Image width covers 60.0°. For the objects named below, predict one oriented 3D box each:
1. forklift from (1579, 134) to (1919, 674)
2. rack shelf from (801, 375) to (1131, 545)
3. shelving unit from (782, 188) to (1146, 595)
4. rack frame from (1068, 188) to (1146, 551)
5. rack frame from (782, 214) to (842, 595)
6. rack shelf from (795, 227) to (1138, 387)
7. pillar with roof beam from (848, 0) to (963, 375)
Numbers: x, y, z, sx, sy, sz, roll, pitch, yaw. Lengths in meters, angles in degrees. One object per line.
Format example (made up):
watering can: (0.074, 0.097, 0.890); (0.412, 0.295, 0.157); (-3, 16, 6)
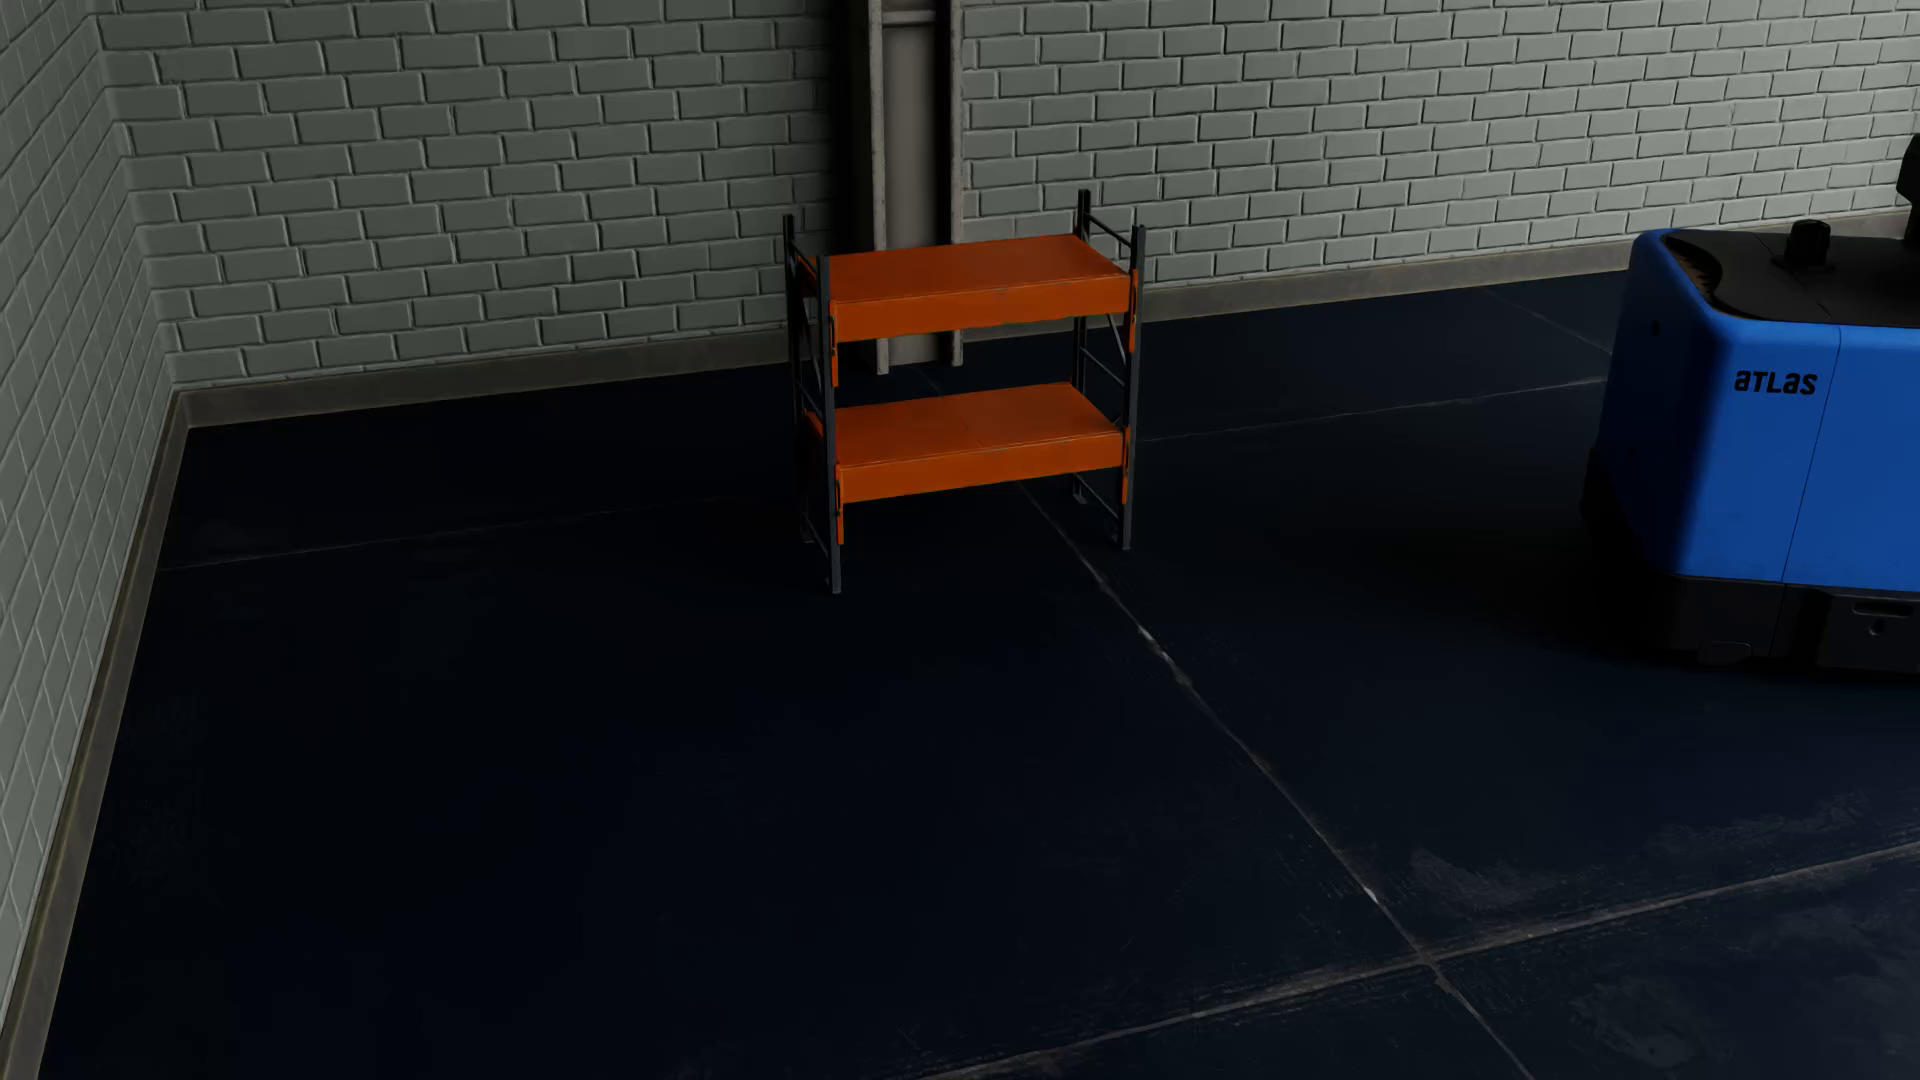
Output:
forklift: (3.583, -1.053, 4.574); (3.031, 2.935, 1.130); (4, 27, 8)
rack shelf: (0.006, -0.286, 5.610); (1.000, 0.278, 0.538); (-8, 28, -16)
shelving unit: (0.006, -0.505, 5.502); (1.048, 1.125, 0.538); (-8, 28, -16)
rack frame: (0.490, -0.575, 5.643); (0.032, 1.125, 0.500); (-8, 28, -16)
rack frame: (-0.477, -0.435, 5.361); (0.032, 1.125, 0.500); (-8, 28, -16)
rack shelf: (0.006, -0.767, 5.372); (1.000, 0.278, 0.538); (-8, 28, -16)
pillar with roof beam: (1.111, -3.016, 1.706); (0.400, 9.000, 9.100); (-8, 28, -16)
